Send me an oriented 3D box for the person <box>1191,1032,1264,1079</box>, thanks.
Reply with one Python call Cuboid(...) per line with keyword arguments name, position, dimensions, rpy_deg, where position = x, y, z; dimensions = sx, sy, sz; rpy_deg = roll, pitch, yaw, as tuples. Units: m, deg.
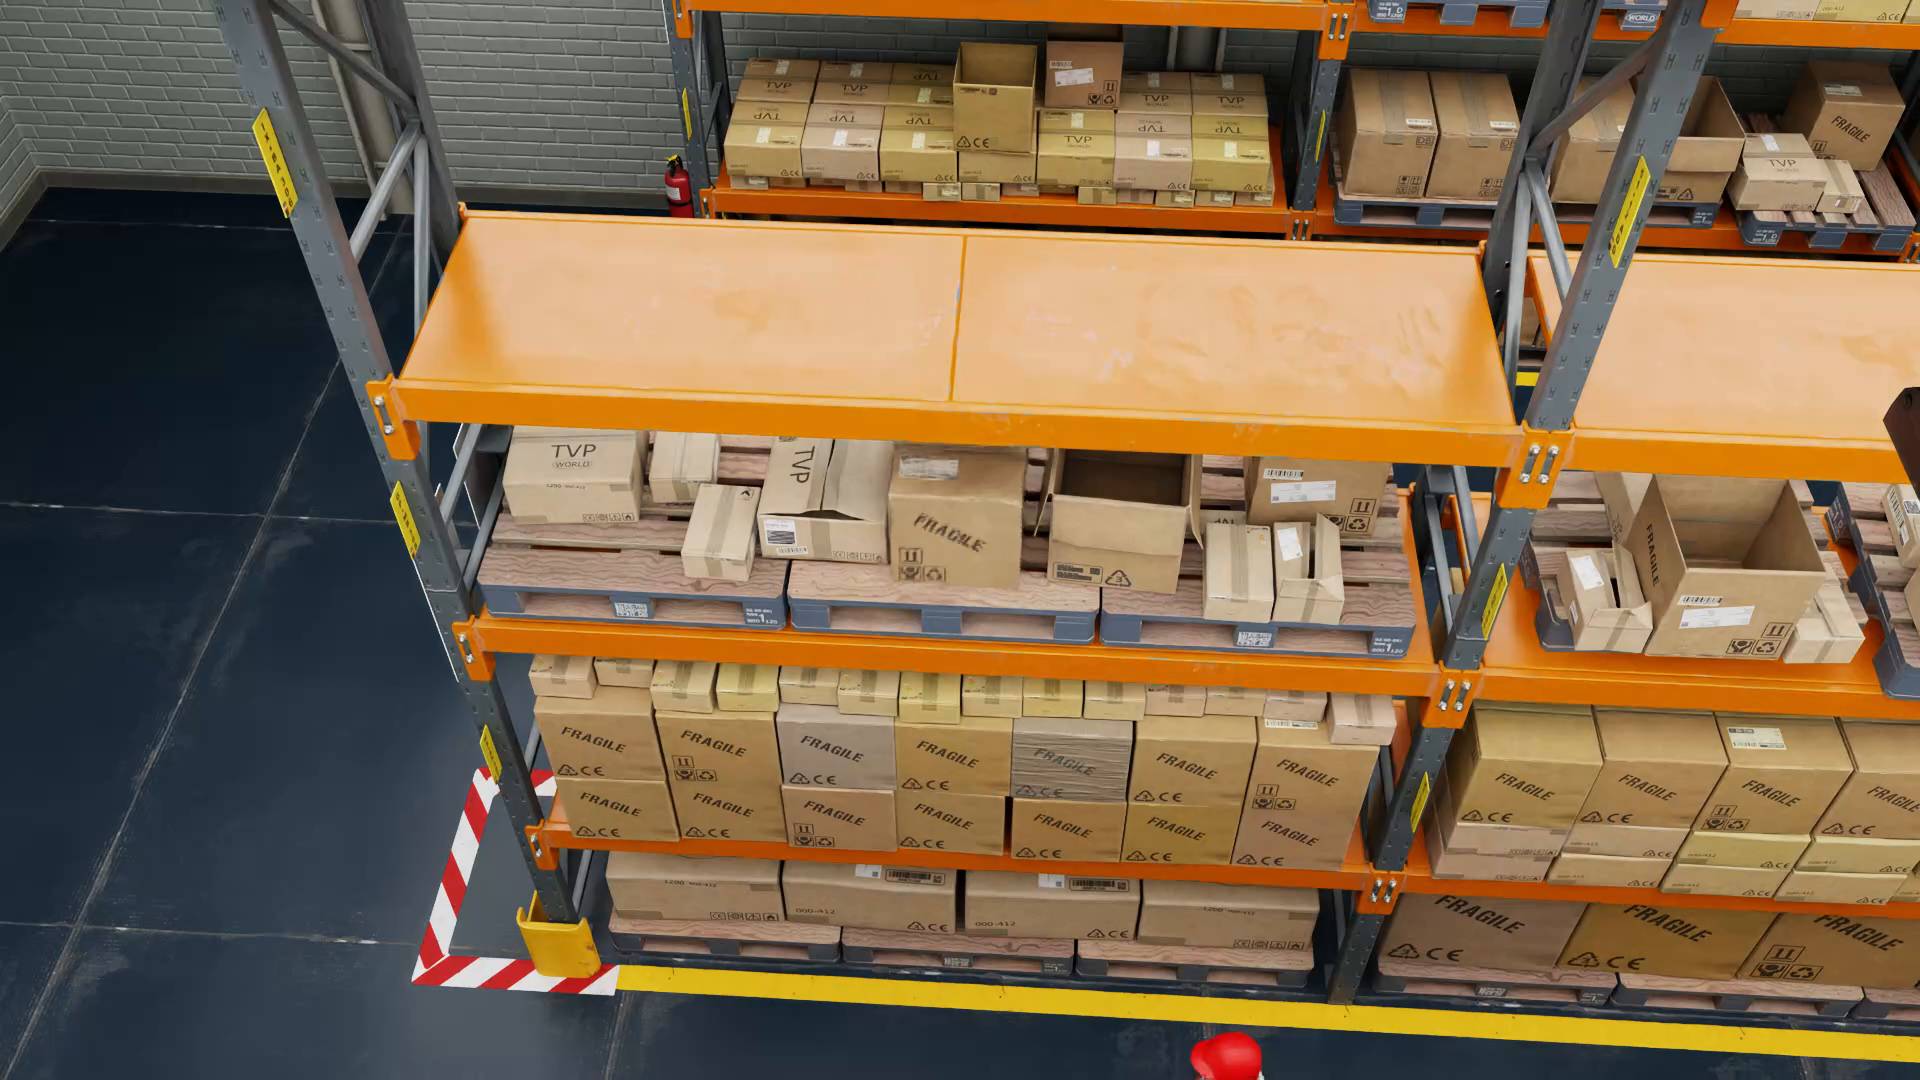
Cuboid(name="person", position=(1.145, 2.558, 7.008), dimensions=(0.609, 1.730, 0.589), rpy_deg=(-12, 49, -11))
